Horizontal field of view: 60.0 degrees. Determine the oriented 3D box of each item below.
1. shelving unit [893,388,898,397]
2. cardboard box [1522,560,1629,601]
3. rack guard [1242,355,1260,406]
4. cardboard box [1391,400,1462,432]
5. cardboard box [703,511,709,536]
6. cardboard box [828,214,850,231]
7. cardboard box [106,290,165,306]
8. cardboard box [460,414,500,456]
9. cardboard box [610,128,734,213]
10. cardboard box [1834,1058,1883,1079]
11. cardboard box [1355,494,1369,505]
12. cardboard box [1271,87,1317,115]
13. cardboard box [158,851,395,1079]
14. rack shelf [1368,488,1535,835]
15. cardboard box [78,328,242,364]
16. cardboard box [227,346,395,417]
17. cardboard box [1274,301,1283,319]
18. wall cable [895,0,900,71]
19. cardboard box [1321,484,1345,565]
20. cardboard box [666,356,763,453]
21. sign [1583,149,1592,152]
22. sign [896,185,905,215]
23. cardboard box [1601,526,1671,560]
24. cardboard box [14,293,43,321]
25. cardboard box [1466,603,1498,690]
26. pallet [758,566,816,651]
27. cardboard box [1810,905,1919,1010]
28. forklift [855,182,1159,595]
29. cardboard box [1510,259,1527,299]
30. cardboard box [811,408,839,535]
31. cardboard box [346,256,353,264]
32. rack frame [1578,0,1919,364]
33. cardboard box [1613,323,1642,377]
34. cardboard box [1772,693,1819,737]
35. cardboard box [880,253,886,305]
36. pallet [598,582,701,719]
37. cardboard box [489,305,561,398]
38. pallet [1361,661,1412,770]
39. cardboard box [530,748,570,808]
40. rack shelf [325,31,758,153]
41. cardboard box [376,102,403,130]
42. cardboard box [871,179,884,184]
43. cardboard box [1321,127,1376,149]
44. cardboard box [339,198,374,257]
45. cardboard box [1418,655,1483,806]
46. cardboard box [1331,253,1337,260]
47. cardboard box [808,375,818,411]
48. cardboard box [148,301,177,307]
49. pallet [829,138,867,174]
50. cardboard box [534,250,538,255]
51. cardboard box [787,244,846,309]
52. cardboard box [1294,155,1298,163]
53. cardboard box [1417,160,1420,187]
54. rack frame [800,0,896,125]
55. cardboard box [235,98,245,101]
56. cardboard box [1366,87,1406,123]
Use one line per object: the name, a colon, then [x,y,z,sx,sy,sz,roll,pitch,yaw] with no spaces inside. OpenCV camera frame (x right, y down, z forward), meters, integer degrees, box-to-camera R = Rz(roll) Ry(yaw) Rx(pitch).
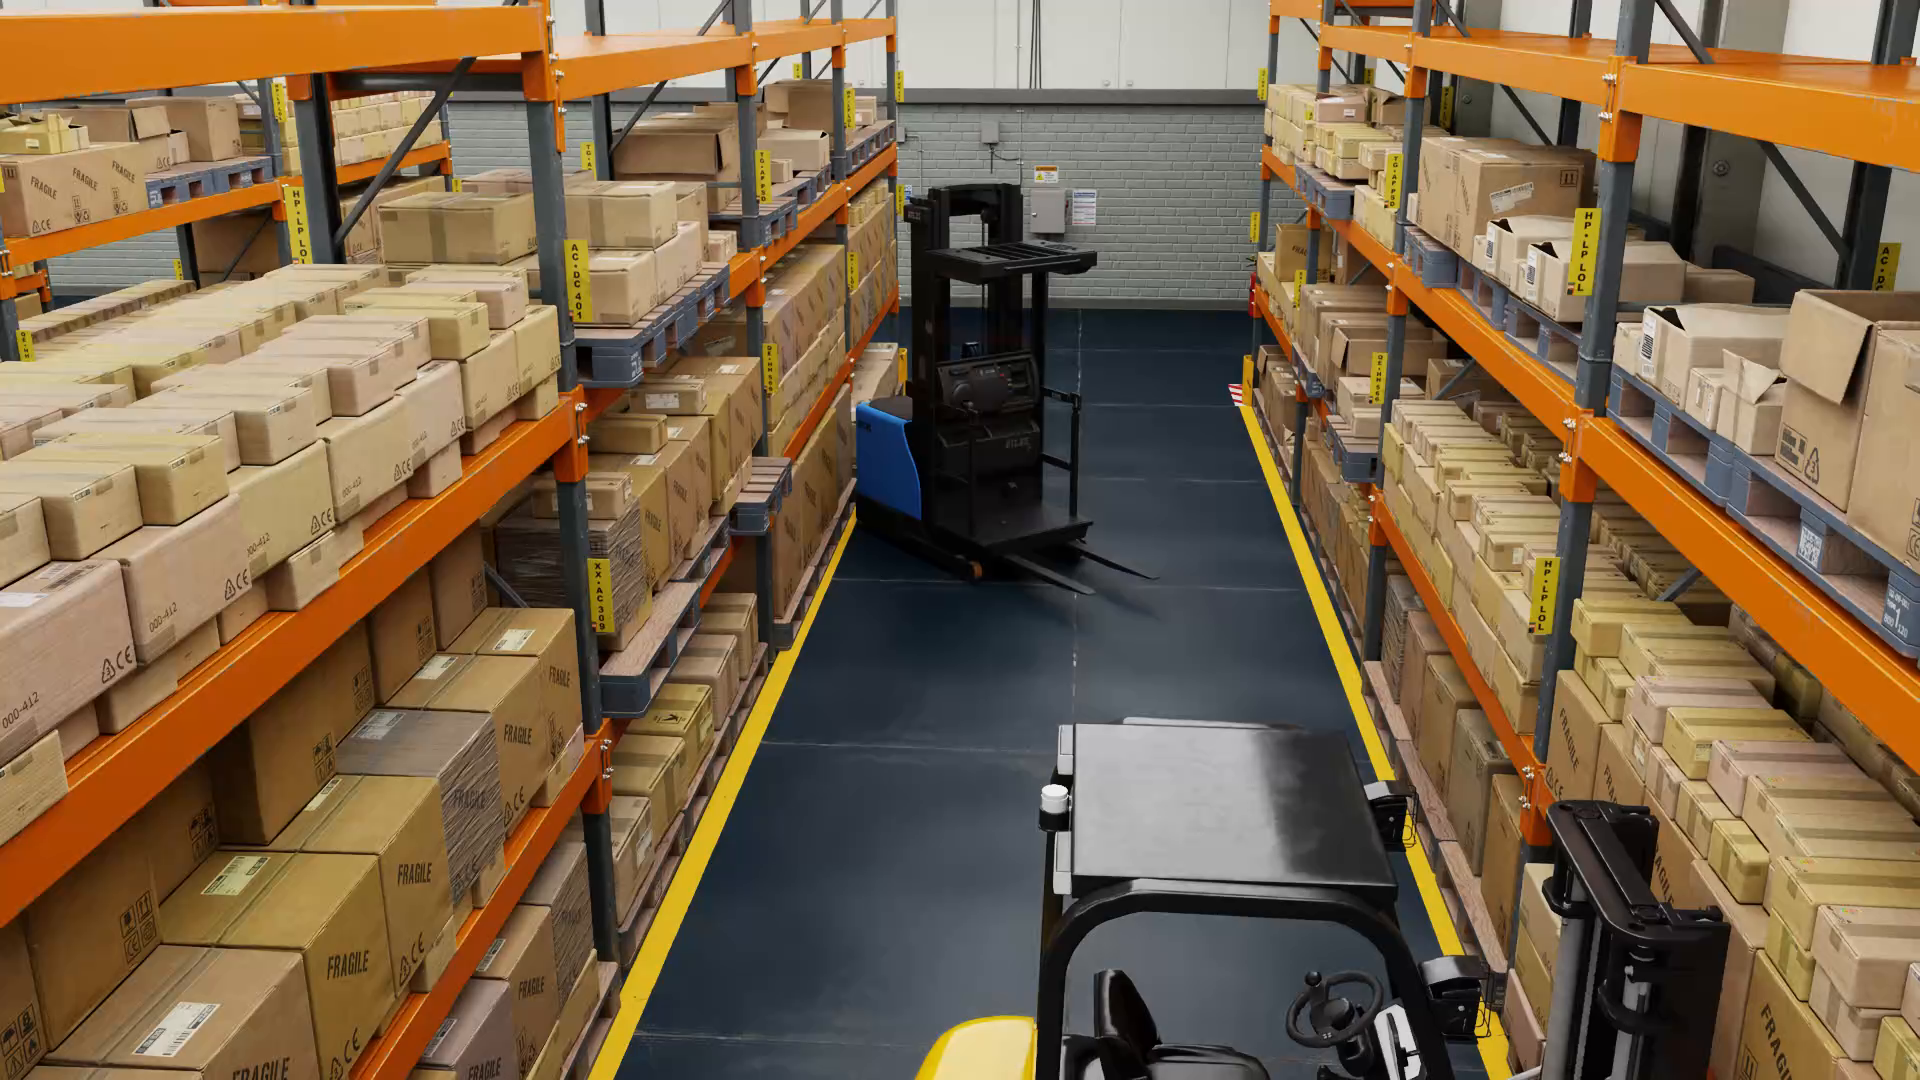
shelving unit: [-0.472,-0.799,14.675,0.215,1.050,0.252,-2,18,-7]
cardboard box: [2.698,0.199,7.297,0.380,0.149,0.250,1,18,3]
rack guard: [3.749,-1.769,18.520,1.175,0.500,0.348,1,18,4]
cardboard box: [2.865,-0.760,10.221,0.380,0.149,0.250,2,18,6]
cardboard box: [-1.591,-0.096,9.128,0.380,0.149,0.250,1,18,2]
cardboard box: [-1.199,-2.851,14.999,0.380,0.149,0.250,2,18,5]
cardboard box: [-6.950,-2.012,14.019,0.380,0.149,0.250,1,18,4]
cardboard box: [-1.875,-0.408,5.938,0.380,0.149,0.250,1,18,4]
cardboard box: [-1.893,-2.400,10.774,0.797,0.503,0.637,0,18,1]
cardboard box: [2.427,1.621,3.997,0.500,0.500,0.500,2,18,6]
cardboard box: [3.080,-0.222,12.083,0.380,0.149,0.250,2,18,6]
cardboard box: [3.417,-4.424,16.751,0.500,0.250,0.500,1,18,4]
cardboard box: [-1.964,1.230,4.714,0.500,0.500,0.500,1,18,3]
rack shelf: [3.038,0.467,8.836,1.077,0.370,4.000,1,18,4]
cardboard box: [-2.444,-0.552,5.097,0.380,0.149,0.250,1,18,3]
cardboard box: [-1.878,-0.462,4.820,0.380,0.149,0.250,2,18,5]
cardboard box: [3.317,-2.284,16.480,0.380,0.149,0.250,2,18,5]
wall cable: [-1.070,-7.714,23.014,0.463,3.000,0.029,1,18,4]
cardboard box: [3.097,-0.124,12.823,0.500,0.500,0.500,1,18,2]
cardboard box: [-1.525,-0.847,10.378,0.500,0.500,0.500,1,18,2]
sign: [3.734,-2.190,10.015,0.100,0.325,0.005,1,18,4]
sign: [-0.656,-3.737,18.270,0.100,0.325,0.005,1,18,4]
cardboard box: [3.221,0.046,7.762,0.380,0.149,0.250,1,18,3]
cardboard box: [-11.047,-2.301,18.866,0.875,0.875,0.875,1,18,4]
cardboard box: [2.700,0.499,7.824,0.500,0.250,0.500,1,18,4]
pallet: [-1.638,0.476,12.131,1.003,0.211,1.213,1,18,4]
cardboard box: [2.402,1.057,4.199,0.380,0.149,0.250,2,18,5]
forklift: [0.352,-1.233,12.979,1.130,2.935,3.031,-12,22,-33]
cardboard box: [2.670,-1.155,7.383,0.380,0.149,0.250,1,18,4]
cardboard box: [-1.505,-0.563,13.562,0.875,0.875,0.875,2,18,6]
cardboard box: [-6.113,-2.418,15.847,0.500,0.500,0.500,1,18,4]
rack frame: [2.894,-2.105,5.895,1.000,3.000,0.127,1,18,4]
cardboard box: [2.559,-0.674,5.915,0.380,0.149,0.250,2,18,5]
cardboard box: [3.117,0.656,5.900,0.380,0.149,0.250,2,18,5]
cardboard box: [-1.045,-2.667,17.084,0.500,0.500,0.500,2,18,6]
pallet: [-1.857,0.494,7.908,1.003,0.211,1.213,1,18,4]
cardboard box: [-1.820,-0.715,6.235,0.500,0.250,0.500,1,18,3]
pallet: [3.083,1.084,10.277,1.003,0.211,1.213,1,18,4]
cardboard box: [-1.787,0.940,6.640,0.380,0.149,0.250,2,18,5]
rack shelf: [-1.913,-2.304,8.299,1.077,0.370,4.000,1,18,4]
cardboard box: [-5.995,-4.295,16.833,0.500,0.250,0.500,2,18,5]
cardboard box: [-1.022,-3.805,17.911,0.380,0.149,0.250,2,18,5]
cardboard box: [3.008,-3.107,12.862,0.380,0.149,0.250,1,18,3]
cardboard box: [-6.063,-3.043,16.149,0.500,0.500,0.500,2,18,5]
cardboard box: [3.036,1.038,9.076,0.875,0.625,0.625,1,18,2]
cardboard box: [3.986,-2.902,17.726,0.500,0.250,0.500,2,18,6]
cardboard box: [-1.389,-1.157,12.878,0.500,0.250,0.500,1,18,4]
cardboard box: [-6.340,-1.840,13.494,0.380,0.149,0.250,1,18,2]
pallet: [-1.414,-3.485,15.068,1.003,0.211,1.213,1,18,4]
cardboard box: [-2.118,-1.259,7.697,0.500,0.250,0.500,2,18,5]
cardboard box: [-1.265,-2.226,14.134,0.500,0.500,0.500,2,18,6]
cardboard box: [3.330,-3.559,15.553,0.380,0.149,0.250,1,18,4]
cardboard box: [2.911,-2.295,10.414,0.380,0.149,0.250,2,18,6]
rack frame: [-1.196,-5.941,17.603,1.000,3.000,0.127,1,18,4]
cardboard box: [-6.669,-3.894,14.971,0.380,0.149,0.250,2,18,5]
cardboard box: [3.514,-3.533,13.497,0.396,0.266,0.258,1,18,3]
